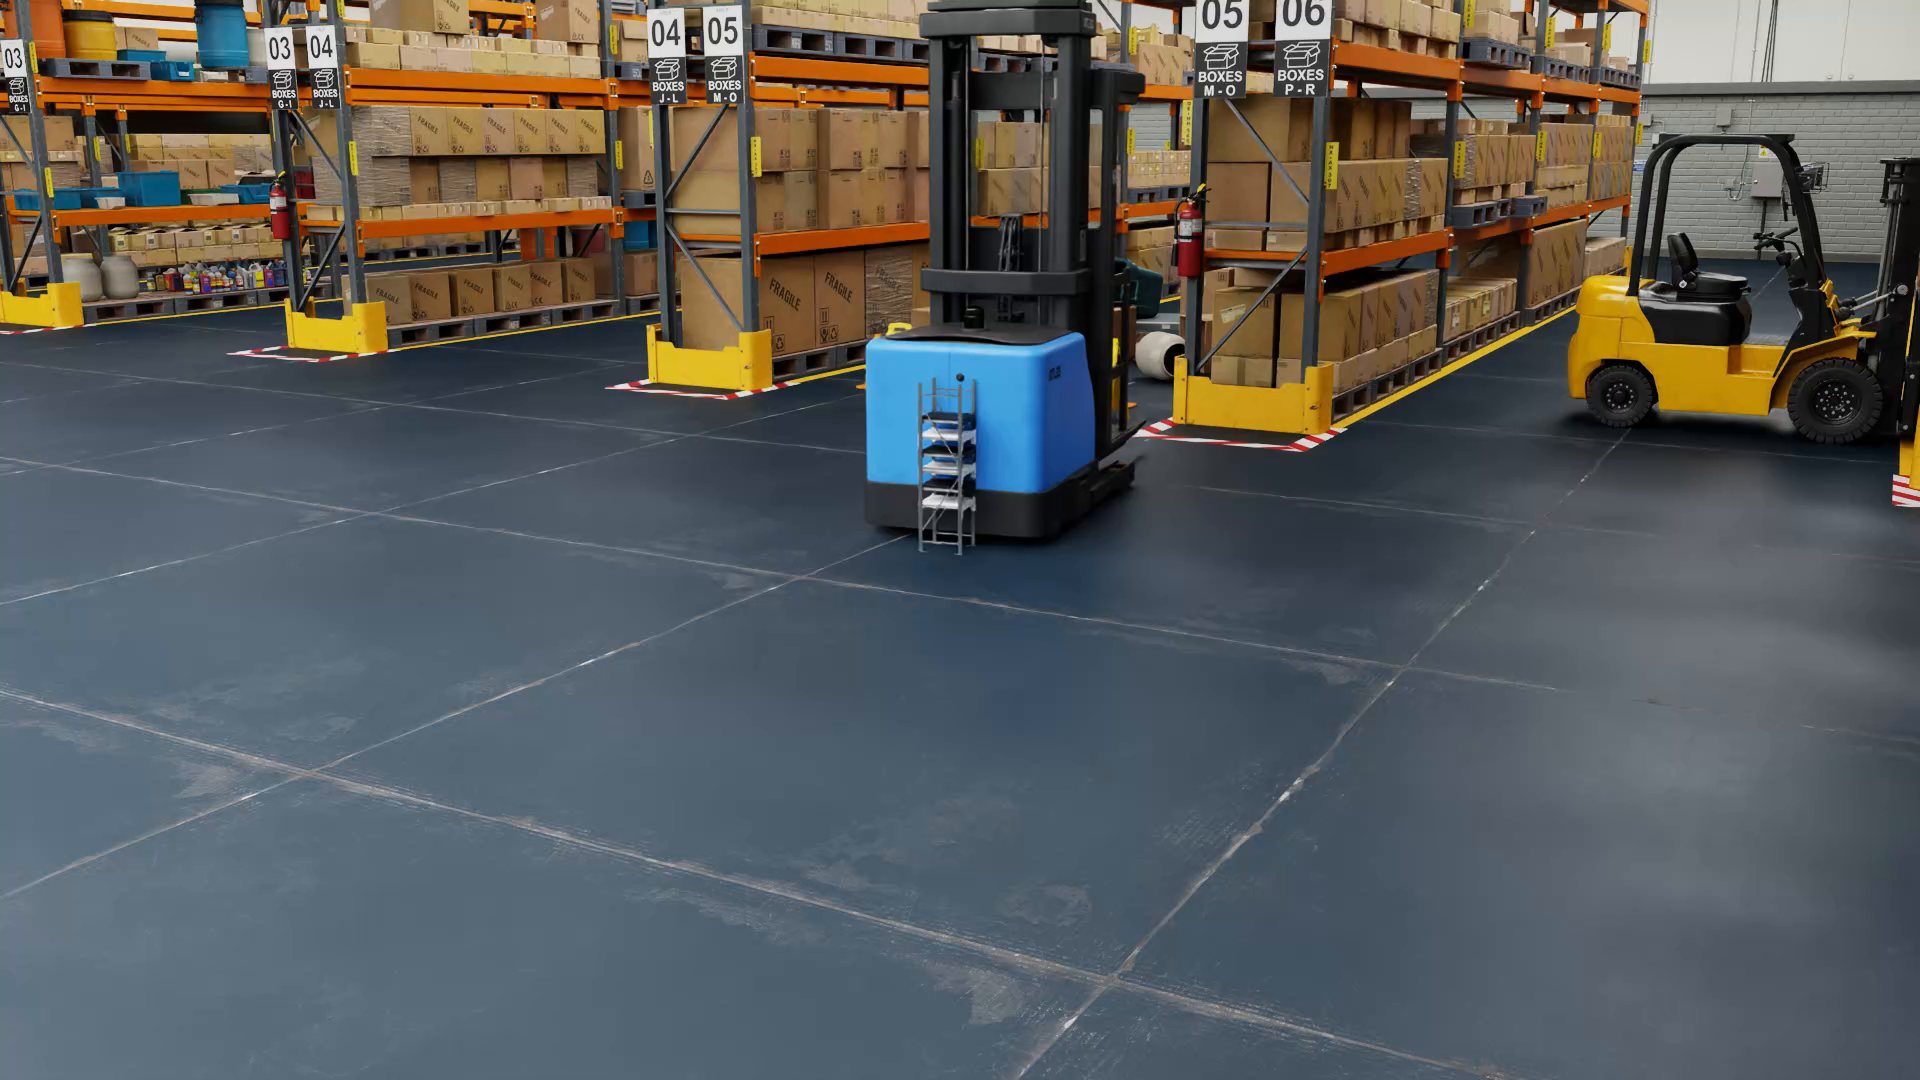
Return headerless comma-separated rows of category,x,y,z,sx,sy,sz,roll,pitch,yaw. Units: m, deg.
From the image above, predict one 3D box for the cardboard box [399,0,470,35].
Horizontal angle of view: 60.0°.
cardboard box,-5.550,-5.603,17.559,0.500,0.500,0.500,7,15,28

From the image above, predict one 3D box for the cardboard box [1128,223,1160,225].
cardboard box,2.496,-4.332,23.439,0.500,0.250,0.500,8,16,30

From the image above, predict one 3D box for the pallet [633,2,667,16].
pallet,-5.412,-8.915,28.066,1.003,0.211,1.213,7,15,28

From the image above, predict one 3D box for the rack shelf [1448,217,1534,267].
rack shelf,5.072,-3.193,17.412,1.077,0.370,4.000,7,15,28

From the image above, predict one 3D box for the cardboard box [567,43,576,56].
cardboard box,-4.684,-5.690,19.306,0.380,0.149,0.250,8,15,29

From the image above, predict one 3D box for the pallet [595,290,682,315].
pallet,-4.195,-3.059,21.273,1.003,0.211,1.213,7,15,28

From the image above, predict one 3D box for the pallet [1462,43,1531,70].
pallet,4.995,-4.827,16.656,1.213,0.211,1.003,7,15,28

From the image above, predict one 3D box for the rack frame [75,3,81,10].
rack frame,-13.240,-8.295,24.239,1.000,3.000,0.127,7,15,28

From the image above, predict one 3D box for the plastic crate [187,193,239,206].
plastic crate,-9.469,-4.326,21.141,0.530,0.136,0.437,7,15,28

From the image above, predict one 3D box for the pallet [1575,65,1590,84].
pallet,7.572,-5.945,21.301,0.805,0.209,1.217,7,15,26

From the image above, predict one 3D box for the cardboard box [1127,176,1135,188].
cardboard box,2.049,-4.644,21.536,0.380,0.149,0.250,7,15,27

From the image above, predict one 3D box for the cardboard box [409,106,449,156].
cardboard box,-5.752,-4.297,17.478,0.500,0.500,0.500,7,15,28

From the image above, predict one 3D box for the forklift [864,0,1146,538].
forklift,0.456,-1.734,9.974,1.130,2.935,3.031,5,14,19

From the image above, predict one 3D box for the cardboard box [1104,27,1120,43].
cardboard box,1.859,-6.591,21.727,0.396,0.266,0.258,7,15,28

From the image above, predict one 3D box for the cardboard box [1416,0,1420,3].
cardboard box,3.574,-4.492,13.702,0.380,0.149,0.250,8,15,29

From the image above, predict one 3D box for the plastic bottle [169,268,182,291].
plastic bottle,-10.096,-3.352,21.395,0.061,0.283,0.133,7,15,28

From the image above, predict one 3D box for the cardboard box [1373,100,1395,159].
cardboard box,3.436,-3.644,14.765,0.700,0.500,0.500,7,15,28

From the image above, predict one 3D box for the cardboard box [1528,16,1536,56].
cardboard box,6.351,-5.889,19.549,0.700,0.500,0.500,7,15,25

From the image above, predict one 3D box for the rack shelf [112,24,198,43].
rack shelf,-14.678,-9.542,31.801,1.077,0.370,4.000,7,15,28

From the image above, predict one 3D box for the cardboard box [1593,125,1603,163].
cardboard box,8.414,-5.379,22.596,0.500,0.500,0.500,7,15,28

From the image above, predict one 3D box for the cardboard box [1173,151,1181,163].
cardboard box,2.807,-5.258,22.813,0.380,0.149,0.250,7,15,27

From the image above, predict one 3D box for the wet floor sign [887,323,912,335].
wet floor sign,-0.492,-1.477,13.783,0.267,0.644,0.232,5,14,18

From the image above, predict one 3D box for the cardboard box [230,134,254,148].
cardboard box,-14.215,-7.814,32.556,0.500,0.250,0.500,8,16,29

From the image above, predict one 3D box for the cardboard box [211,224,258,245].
cardboard box,-11.836,-4.993,27.118,0.500,0.311,0.500,7,15,28

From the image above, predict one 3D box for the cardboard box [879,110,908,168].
cardboard box,-1.031,-3.977,16.507,0.875,0.550,0.550,7,15,28

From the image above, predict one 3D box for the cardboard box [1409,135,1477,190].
cardboard box,4.582,-3.593,15.794,0.500,0.500,0.500,8,16,29

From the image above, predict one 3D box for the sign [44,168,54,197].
sign,-10.360,-4.067,18.912,0.100,0.325,0.005,7,15,28

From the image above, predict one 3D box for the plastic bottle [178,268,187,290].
plastic bottle,-10.123,-3.389,21.563,0.152,0.276,0.135,7,15,26

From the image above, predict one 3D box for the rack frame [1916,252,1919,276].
rack frame,14.253,-5.033,23.508,1.000,3.000,0.127,7,15,28

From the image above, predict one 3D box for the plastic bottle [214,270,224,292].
plastic bottle,-9.477,-3.311,21.248,0.097,0.271,0.097,0,14,0

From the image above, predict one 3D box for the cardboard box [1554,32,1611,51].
cardboard box,8.596,-6.815,23.172,0.797,0.503,0.637,9,16,32

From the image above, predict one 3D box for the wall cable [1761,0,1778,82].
wall cable,15.486,-9.319,28.407,2.988,3.039,0.133,7,15,28

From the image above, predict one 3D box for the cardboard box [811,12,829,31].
cardboard box,-1.398,-4.630,14.866,0.380,0.149,0.250,8,15,28

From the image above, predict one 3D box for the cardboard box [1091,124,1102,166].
cardboard box,1.431,-4.937,20.764,0.700,0.500,0.500,7,15,28

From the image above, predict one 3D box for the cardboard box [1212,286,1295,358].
cardboard box,2.330,-1.738,13.211,0.500,0.500,0.500,7,15,28

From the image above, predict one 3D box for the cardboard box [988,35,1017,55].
cardboard box,0.377,-5.725,19.059,0.500,0.311,0.500,7,15,26

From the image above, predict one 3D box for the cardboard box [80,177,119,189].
cardboard box,-13.041,-5.411,25.399,0.500,0.250,0.500,9,16,32

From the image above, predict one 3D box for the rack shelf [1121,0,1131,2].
rack shelf,0.689,-6.455,18.996,1.077,0.370,4.000,7,15,28

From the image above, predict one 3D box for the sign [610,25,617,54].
sign,-4.092,-5.905,19.623,0.100,0.325,0.005,7,15,28

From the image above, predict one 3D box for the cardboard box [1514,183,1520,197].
cardboard box,5.808,-3.770,17.913,0.380,0.149,0.250,7,15,25

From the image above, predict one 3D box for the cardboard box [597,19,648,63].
cardboard box,-4.257,-6.053,20.224,0.797,0.503,0.637,7,15,25

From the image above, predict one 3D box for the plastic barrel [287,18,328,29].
plastic barrel,-8.850,-6.647,22.735,0.600,0.901,0.708,7,15,28

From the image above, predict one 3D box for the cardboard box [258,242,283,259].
cardboard box,-11.594,-4.825,27.616,0.500,0.250,0.500,7,15,27

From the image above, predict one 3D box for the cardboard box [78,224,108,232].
cardboard box,-15.947,-5.604,30.275,0.700,0.500,0.500,8,16,29

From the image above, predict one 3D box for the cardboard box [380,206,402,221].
cardboard box,-6.020,-3.393,17.243,0.380,0.149,0.250,7,15,28

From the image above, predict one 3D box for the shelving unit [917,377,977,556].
shelving unit,-0.068,-0.386,8.716,0.258,0.900,0.210,5,14,19

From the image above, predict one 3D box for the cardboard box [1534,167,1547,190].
cardboard box,6.500,-4.199,19.304,0.500,0.250,0.500,7,15,28

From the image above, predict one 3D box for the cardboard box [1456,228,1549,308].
cardboard box,6.445,-3.256,19.779,0.875,0.875,0.875,7,15,28

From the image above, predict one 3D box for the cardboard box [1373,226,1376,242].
cardboard box,3.159,-2.499,13.536,0.380,0.149,0.250,8,16,30

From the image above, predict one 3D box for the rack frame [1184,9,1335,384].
rack frame,2.171,-2.312,12.222,1.000,3.000,0.127,7,15,28

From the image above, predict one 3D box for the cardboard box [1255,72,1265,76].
cardboard box,4.278,-7.115,25.000,0.500,0.250,0.500,7,15,28

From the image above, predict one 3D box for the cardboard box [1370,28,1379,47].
cardboard box,3.045,-3.902,12.954,0.380,0.149,0.250,7,15,26

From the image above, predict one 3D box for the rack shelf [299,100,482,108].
rack shelf,-10.340,-7.718,29.781,1.077,0.370,4.000,7,15,28

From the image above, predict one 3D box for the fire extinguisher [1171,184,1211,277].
fire extinguisher,1.712,-2.303,12.350,0.296,0.674,0.183,7,15,28

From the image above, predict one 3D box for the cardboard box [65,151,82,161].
cardboard box,-13.184,-5.662,24.522,0.380,0.149,0.250,7,15,28
